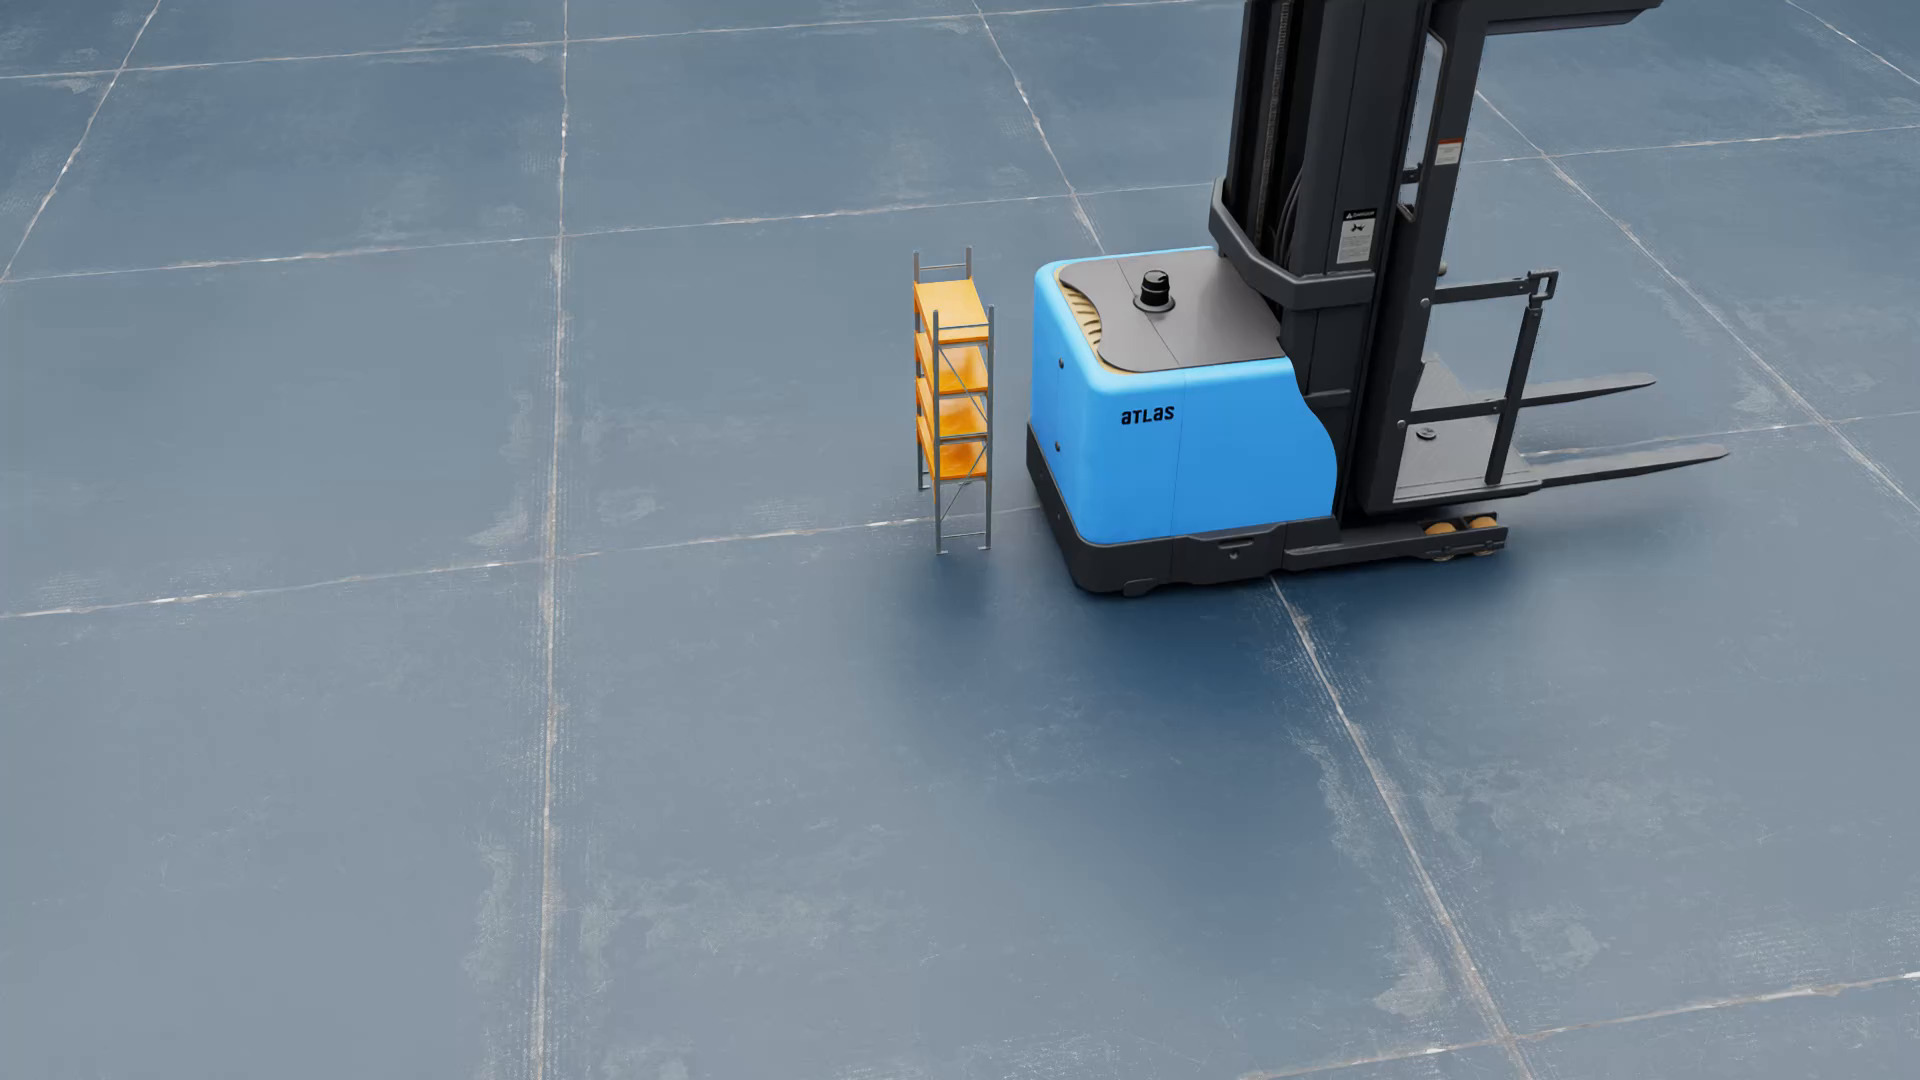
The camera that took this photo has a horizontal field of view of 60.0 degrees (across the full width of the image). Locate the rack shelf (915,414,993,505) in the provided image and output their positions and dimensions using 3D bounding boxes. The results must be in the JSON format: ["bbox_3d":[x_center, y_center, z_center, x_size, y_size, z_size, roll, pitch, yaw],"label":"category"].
[{"bbox_3d":[-0.029,-0.364,7.174,0.258,0.148,0.480,-6,38,-8],"label":"rack shelf"}]

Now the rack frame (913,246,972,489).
[{"bbox_3d":[-0.072,-0.721,7.200,0.240,1.200,0.015,-6,38,-8],"label":"rack frame"}]

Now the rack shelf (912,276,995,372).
[{"bbox_3d":[-0.029,-0.884,6.770,0.258,0.148,0.480,-6,38,-8],"label":"rack shelf"}]

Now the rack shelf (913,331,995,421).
[{"bbox_3d":[-0.029,-0.697,6.915,0.258,0.148,0.480,-6,38,-8],"label":"rack shelf"}]

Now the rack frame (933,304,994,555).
[{"bbox_3d":[0.014,-0.426,6.821,0.240,1.200,0.015,-6,38,-8],"label":"rack frame"}]

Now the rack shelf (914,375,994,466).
[{"bbox_3d":[-0.029,-0.521,7.052,0.258,0.148,0.480,-6,38,-8],"label":"rack shelf"}]

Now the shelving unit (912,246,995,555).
[{"bbox_3d":[-0.029,-0.574,7.011,0.258,1.200,0.503,-6,38,-8],"label":"shelving unit"}]

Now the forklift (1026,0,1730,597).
[{"bbox_3d":[1.872,-1.377,6.633,3.031,2.935,1.130,-7,38,-9],"label":"forklift"}]
